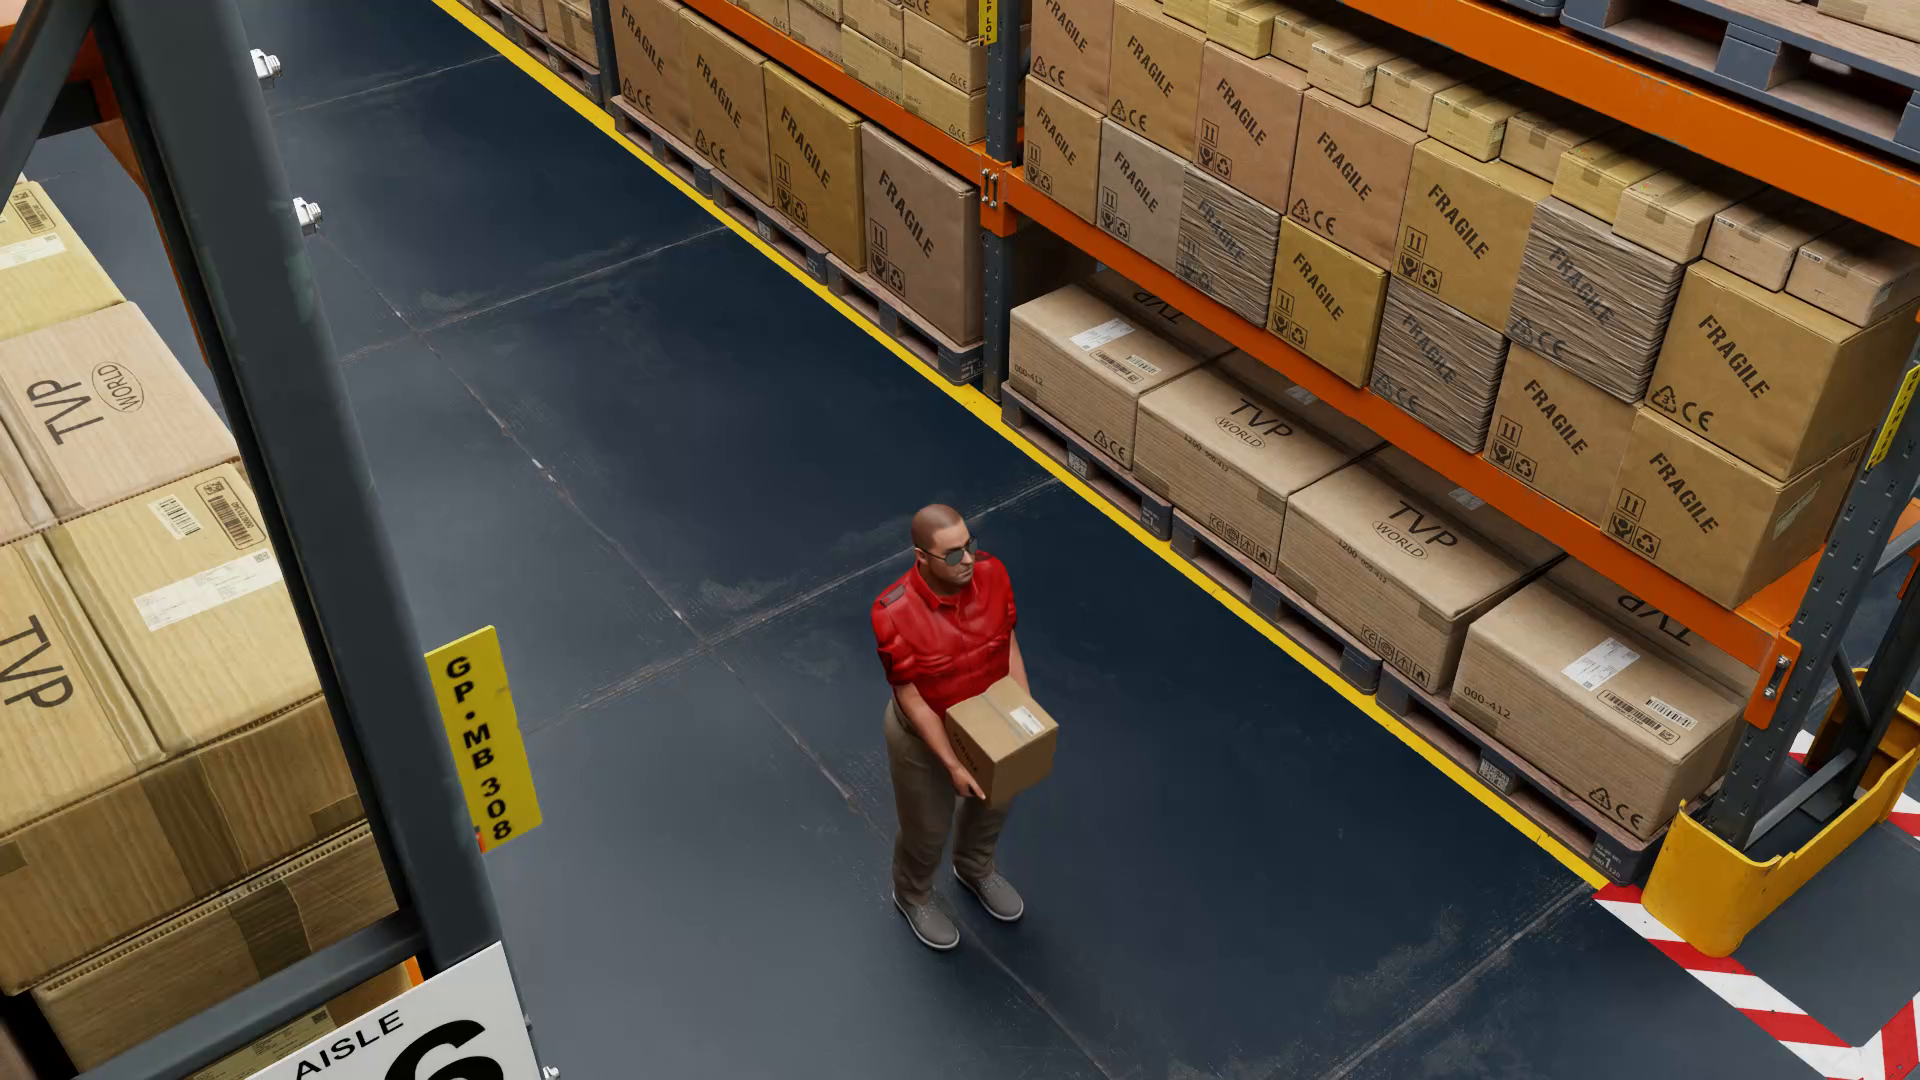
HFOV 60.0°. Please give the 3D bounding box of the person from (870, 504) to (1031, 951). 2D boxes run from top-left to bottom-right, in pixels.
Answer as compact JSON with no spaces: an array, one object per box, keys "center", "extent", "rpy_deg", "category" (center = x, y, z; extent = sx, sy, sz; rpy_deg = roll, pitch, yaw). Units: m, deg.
[{"center":[0.032,0.658,5.395],"extent":[0.494,1.713,0.536],"rpy_deg":[-26,47,-28],"category":"person"}]
